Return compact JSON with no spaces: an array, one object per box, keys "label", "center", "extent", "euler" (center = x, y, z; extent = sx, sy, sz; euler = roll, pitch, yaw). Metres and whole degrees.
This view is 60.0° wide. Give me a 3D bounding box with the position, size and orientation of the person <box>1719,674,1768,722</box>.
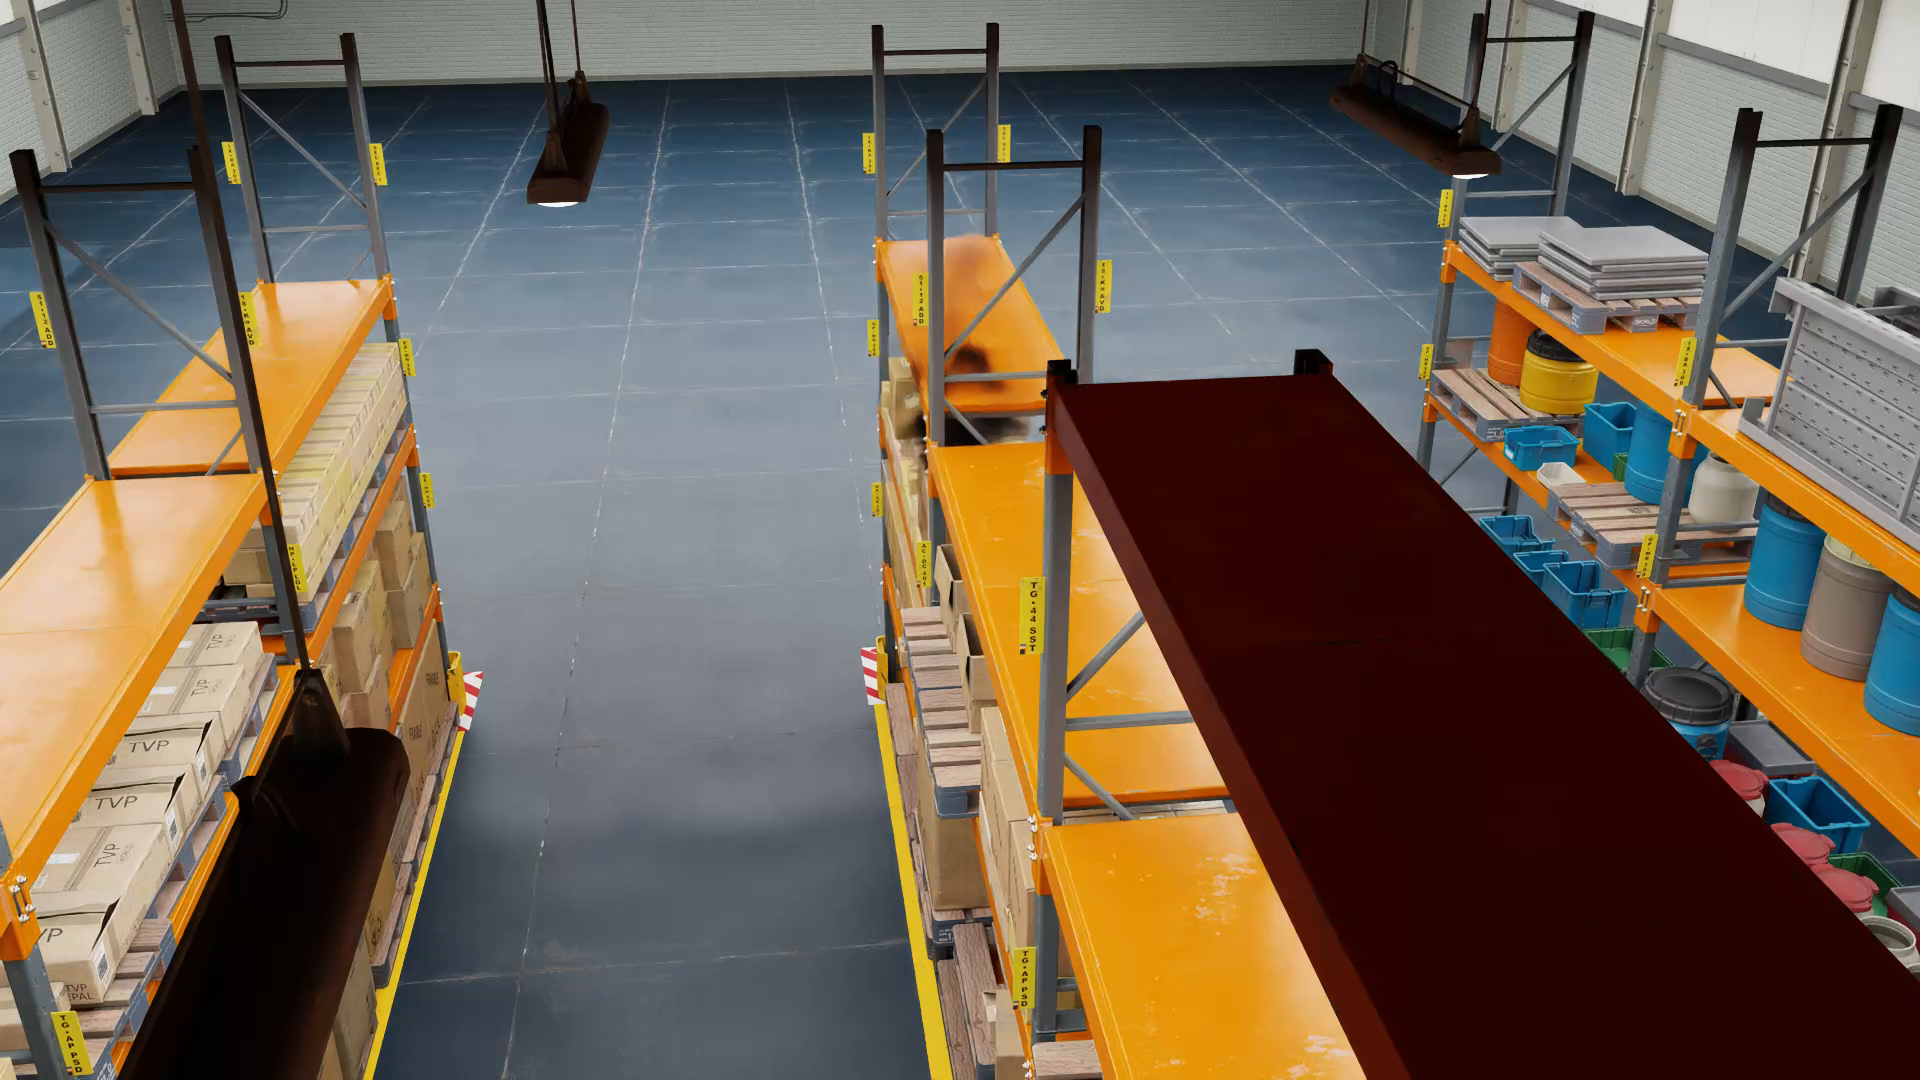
[{"label":"person","center":[6.524,1.378,13.593],"extent":[0.663,1.748,0.780],"euler":[-6,26,-13]}]
